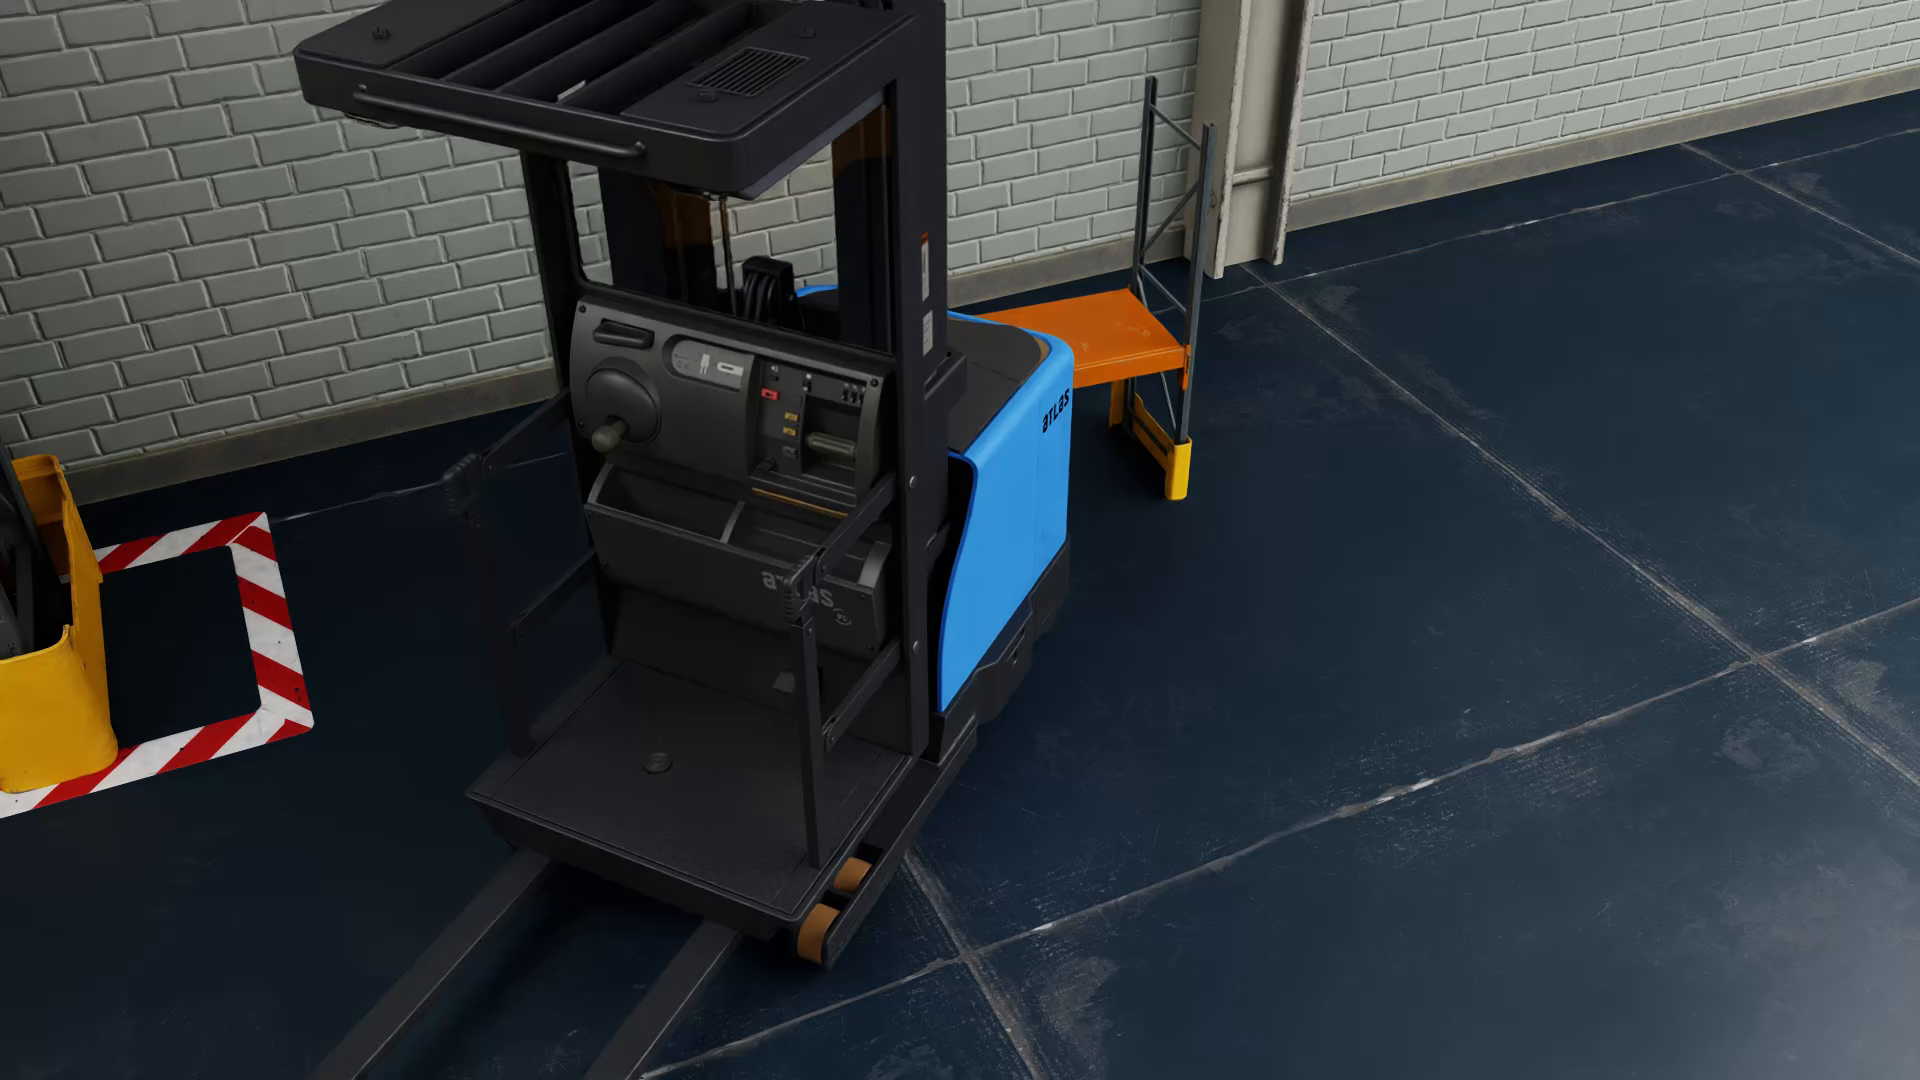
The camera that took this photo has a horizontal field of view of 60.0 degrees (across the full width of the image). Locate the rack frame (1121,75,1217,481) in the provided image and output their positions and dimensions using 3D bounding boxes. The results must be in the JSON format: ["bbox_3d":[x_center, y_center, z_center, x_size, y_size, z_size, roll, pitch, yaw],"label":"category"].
[{"bbox_3d":[0.768,-0.929,6.244,0.032,1.500,0.500,-12,38,-16],"label":"rack frame"}]

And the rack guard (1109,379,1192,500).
[{"bbox_3d":[0.749,-0.423,6.611,0.087,0.250,0.587,-12,38,-16],"label":"rack guard"}]

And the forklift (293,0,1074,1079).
[{"bbox_3d":[-0.711,-0.292,4.183,1.130,2.935,3.031,16,39,20],"label":"forklift"}]

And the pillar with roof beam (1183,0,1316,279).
[{"bbox_3d":[3.150,-2.669,2.294,0.400,9.000,9.100,-16,39,-20],"label":"pillar with roof beam"}]

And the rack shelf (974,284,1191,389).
[{"bbox_3d":[0.291,-0.680,6.210,1.000,0.185,0.538,-12,38,-16],"label":"rack shelf"}]

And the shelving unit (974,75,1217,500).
[{"bbox_3d":[0.282,-0.822,6.100,1.083,1.500,0.587,-12,38,-16],"label":"shelving unit"}]

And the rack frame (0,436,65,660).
[{"bbox_3d":[-3.097,-0.752,4.746,0.127,3.000,1.000,-16,39,-20],"label":"rack frame"}]

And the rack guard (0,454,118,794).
[{"bbox_3d":[-3.075,0.246,5.499,0.348,0.500,1.175,-16,39,-20],"label":"rack guard"}]
